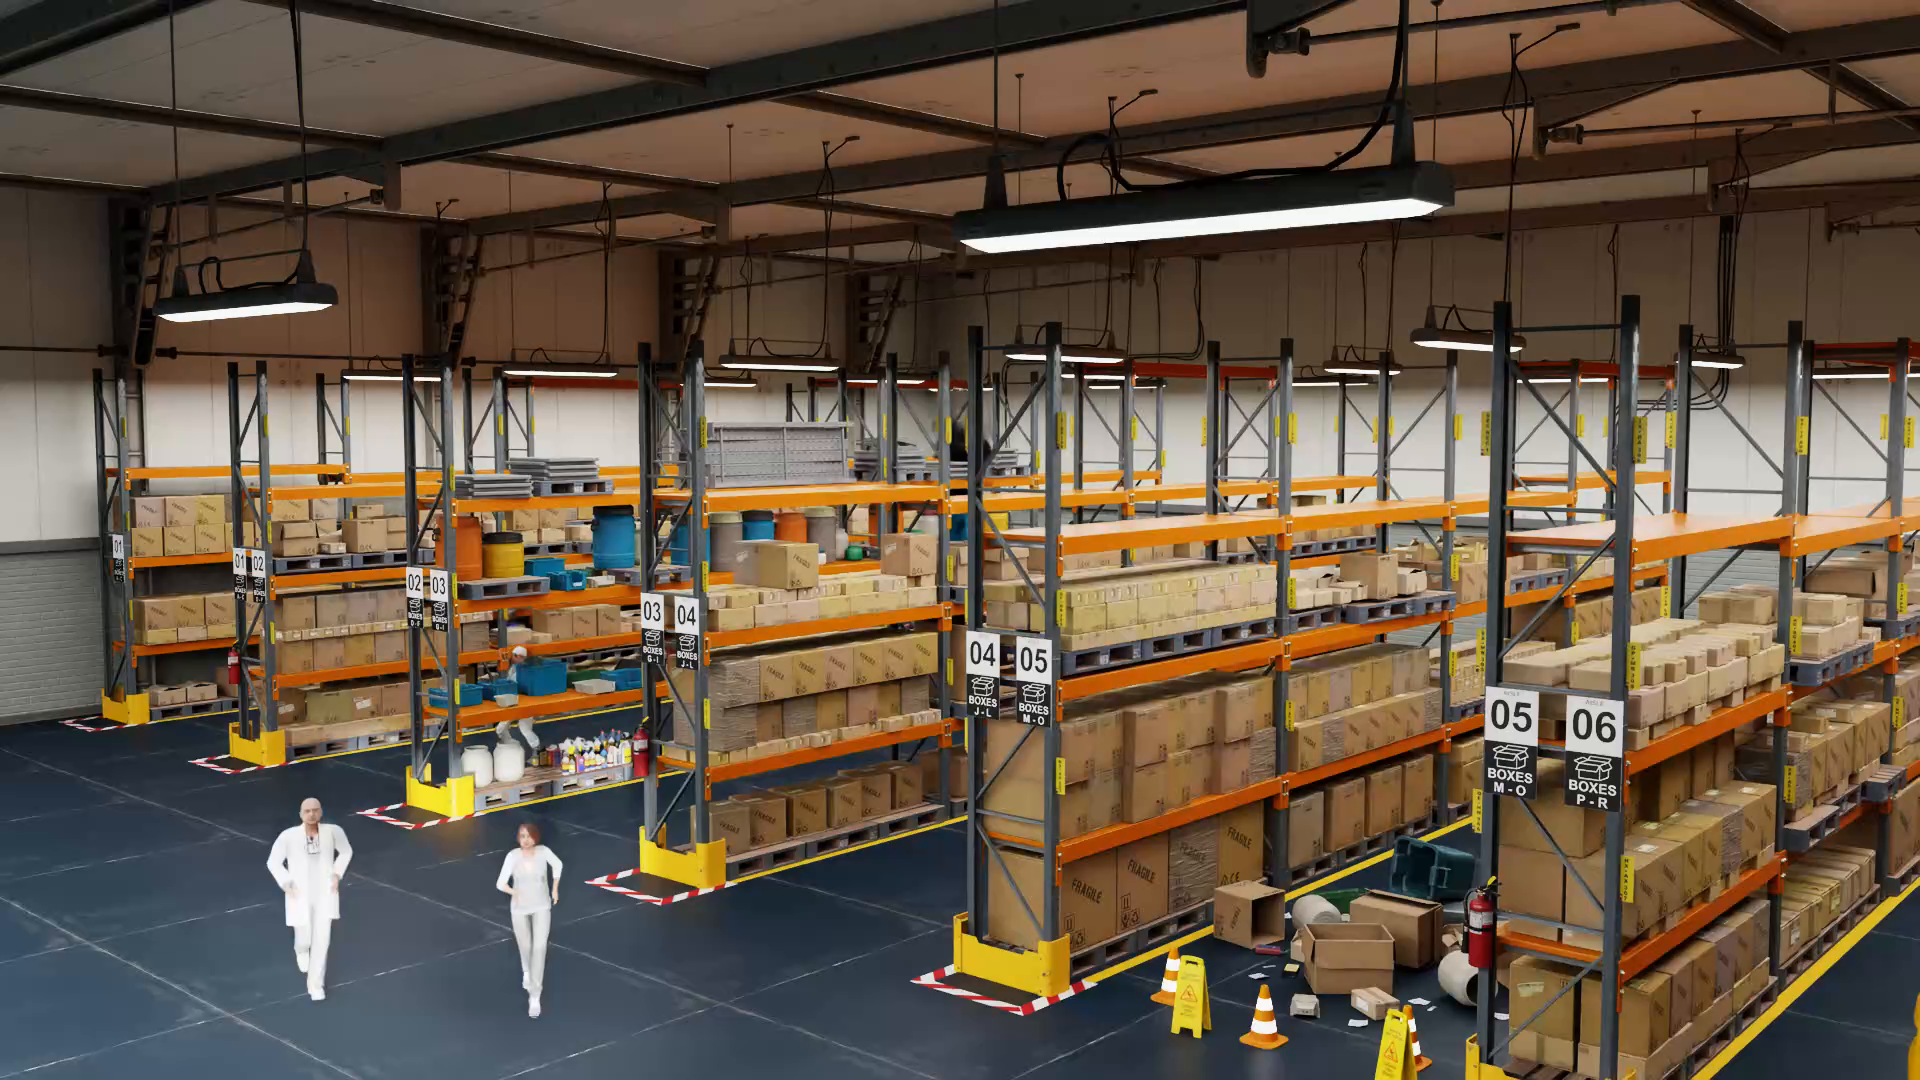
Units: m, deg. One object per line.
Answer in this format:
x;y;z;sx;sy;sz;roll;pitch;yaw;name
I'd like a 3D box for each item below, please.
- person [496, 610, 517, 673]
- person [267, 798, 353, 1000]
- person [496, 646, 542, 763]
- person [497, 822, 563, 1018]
-8.216;2.093;30.409;0.583;1.633;0.924;4;6;41;person
-5.824;3.186;14.957;0.726;1.745;0.865;-2;5;-27;person
-6.498;2.476;24.440;0.643;1.839;0.762;3;5;36;person
-3.789;3.287;14.658;0.545;1.631;0.800;-1;4;-9;person
